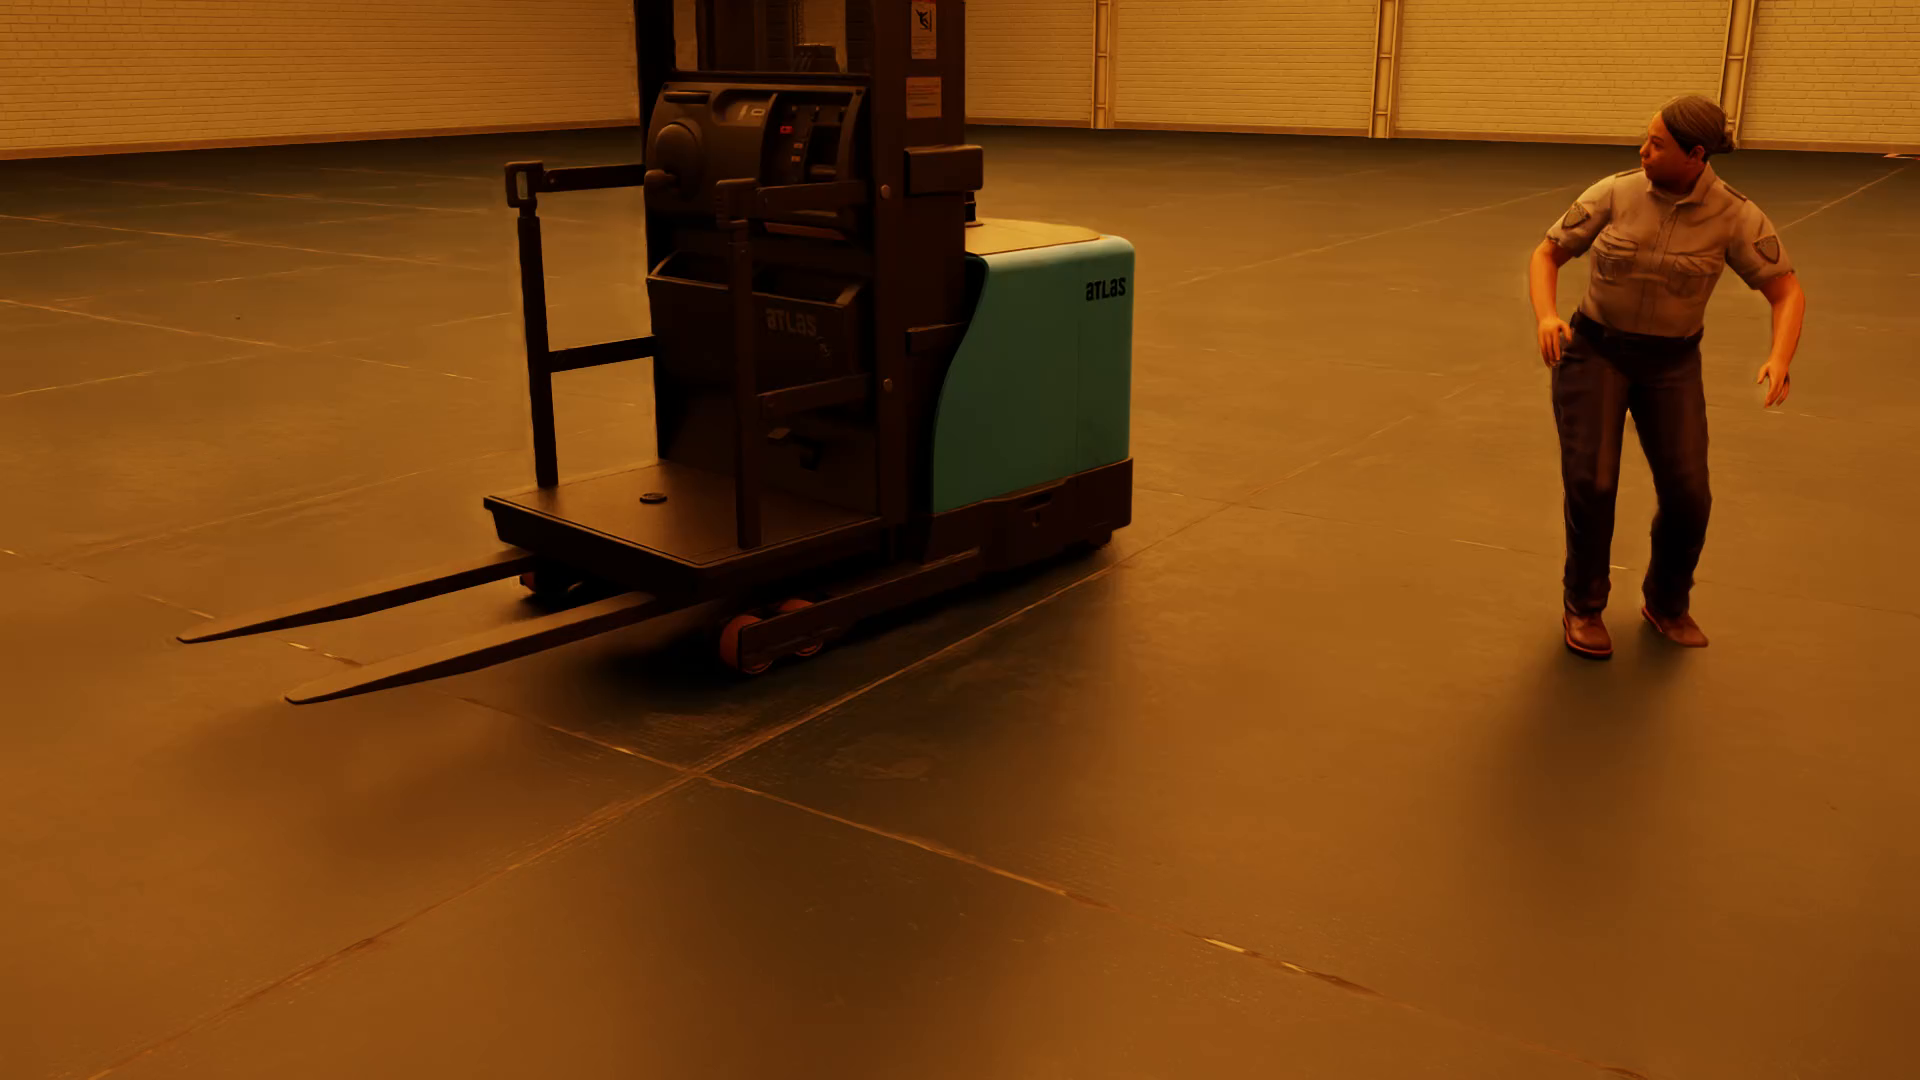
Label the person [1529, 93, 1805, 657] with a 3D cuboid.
[{"bbox_3d":[1.978,-0.443,4.742,0.719,1.609,0.603,4,17,15],"label":"person"}]

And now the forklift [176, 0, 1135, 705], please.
[{"bbox_3d":[-0.765,-1.190,4.813,1.130,2.935,3.031,15,22,41],"label":"forklift"}]
